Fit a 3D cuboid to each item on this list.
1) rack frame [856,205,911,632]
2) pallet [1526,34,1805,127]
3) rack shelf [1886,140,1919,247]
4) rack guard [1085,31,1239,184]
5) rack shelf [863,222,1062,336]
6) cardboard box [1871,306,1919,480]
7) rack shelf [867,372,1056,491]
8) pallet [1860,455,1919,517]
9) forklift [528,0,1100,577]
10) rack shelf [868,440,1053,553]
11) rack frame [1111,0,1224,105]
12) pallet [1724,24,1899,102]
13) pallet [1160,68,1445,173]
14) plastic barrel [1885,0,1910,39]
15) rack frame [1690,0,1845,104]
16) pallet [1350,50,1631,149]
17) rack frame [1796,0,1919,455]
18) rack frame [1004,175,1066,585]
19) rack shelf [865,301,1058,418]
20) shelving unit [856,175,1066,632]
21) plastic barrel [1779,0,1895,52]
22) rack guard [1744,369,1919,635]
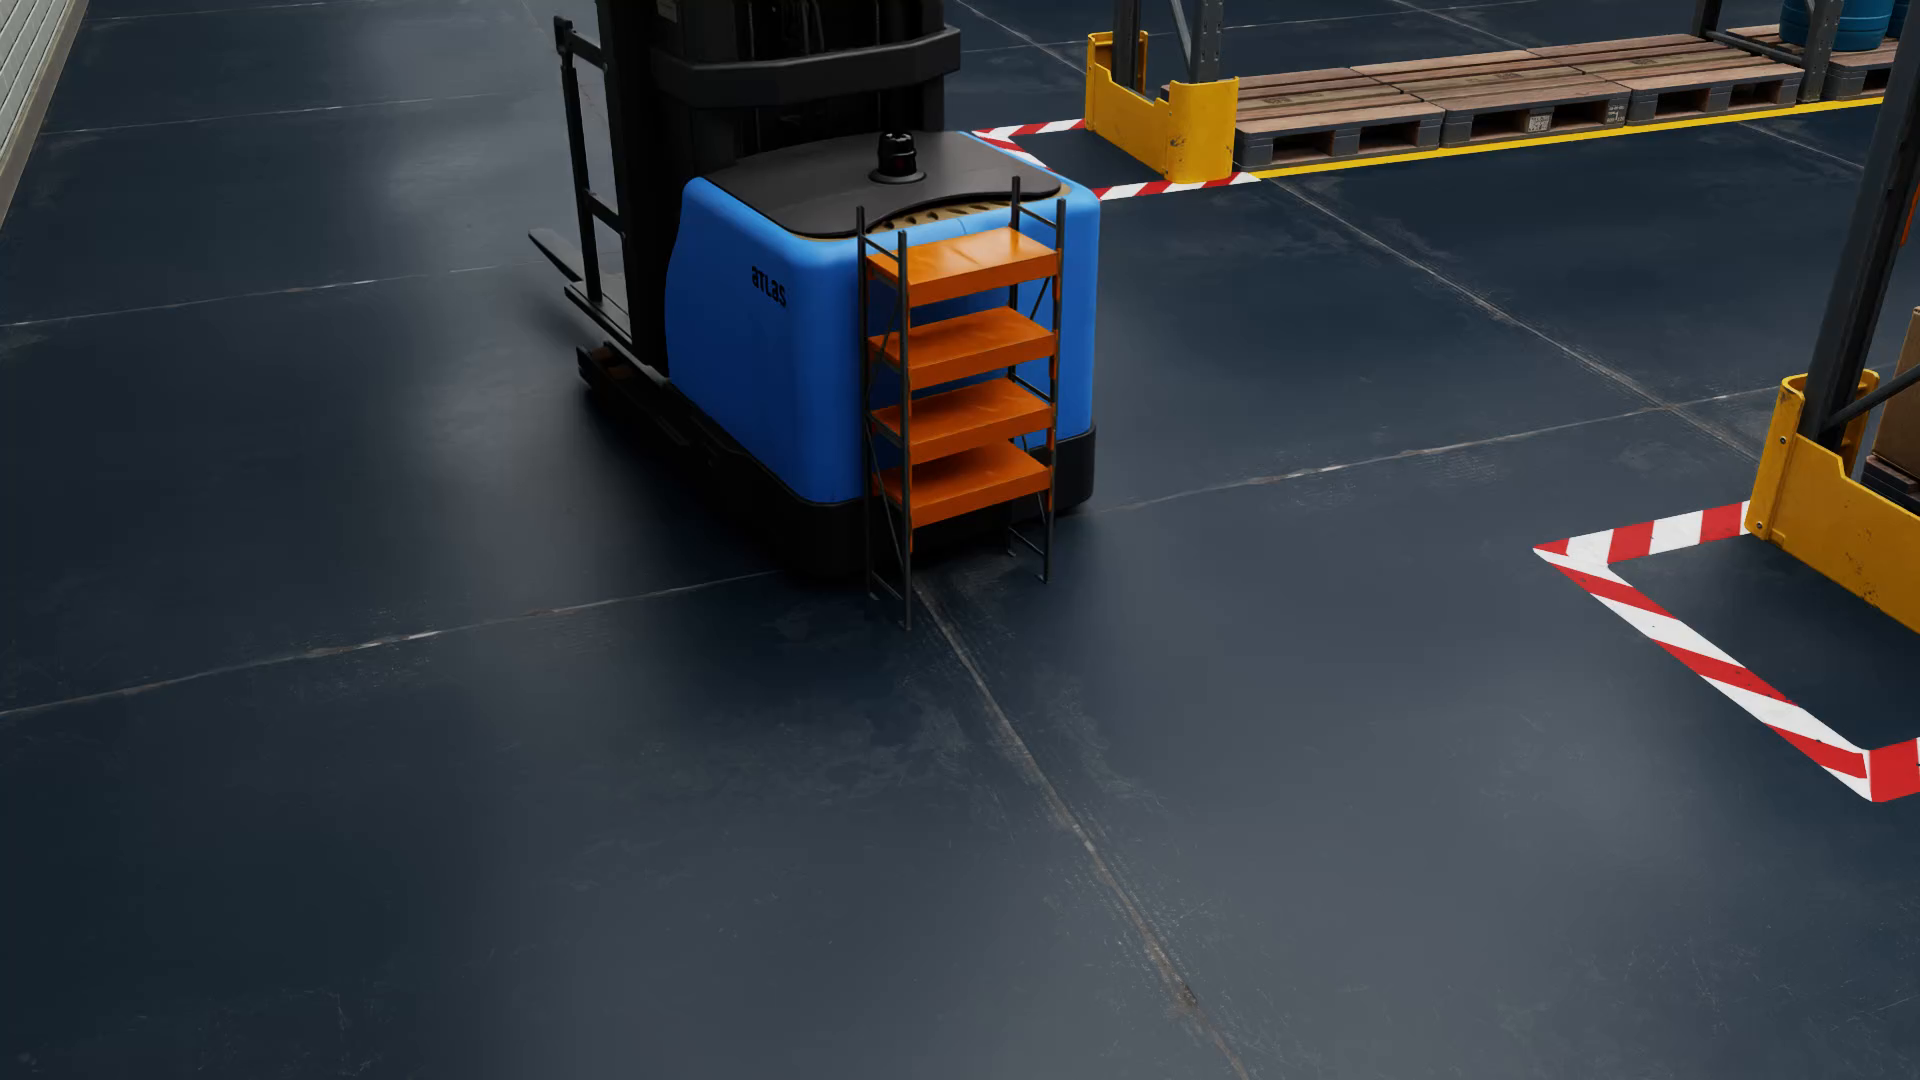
[{"bbox_3d":[-0.206,-0.308,4.575,0.015,1.200,0.240,-17,34,-27],"label":"rack frame"},{"bbox_3d":[4.135,-2.737,9.841,1.213,0.211,1.003,-10,31,-18],"label":"pallet"},{"bbox_3d":[4.660,-1.137,4.943,4.000,0.370,1.077,-10,31,-18],"label":"rack shelf"},{"bbox_3d":[1.044,-2.307,8.794,0.348,0.500,1.175,-10,31,-18],"label":"rack guard"},{"bbox_3d":[0.004,-0.711,4.488,0.480,0.148,0.258,-17,34,-27],"label":"rack shelf"},{"bbox_3d":[3.209,-0.418,5.034,0.500,0.500,0.500,-10,31,-18],"label":"cardboard box"},{"bbox_3d":[0.001,-0.313,4.720,0.480,0.148,0.258,-17,34,-27],"label":"rack shelf"},{"bbox_3d":[3.604,-0.044,5.114,1.213,0.211,1.003,-10,31,-18],"label":"pallet"},{"bbox_3d":[-0.770,-1.856,5.546,1.130,2.935,3.031,-17,34,-27],"label":"forklift"},{"bbox_3d":[0.000,-0.141,4.820,0.480,0.148,0.258,-17,34,-27],"label":"rack shelf"},{"bbox_3d":[1.062,-3.403,8.194,0.127,3.000,1.000,-10,31,-18],"label":"rack frame"},{"bbox_3d":[5.548,-2.996,10.296,1.213,0.211,1.003,-10,31,-18],"label":"pallet"},{"bbox_3d":[1.848,-2.316,9.102,1.213,0.211,1.003,-10,31,-18],"label":"pallet"},{"bbox_3d":[5.990,-3.573,10.186,0.708,0.901,0.600,-10,31,-18],"label":"plastic barrel"},{"bbox_3d":[4.811,-4.094,9.405,0.127,3.000,1.000,-10,31,-18],"label":"rack frame"},{"bbox_3d":[2.990,-2.525,9.468,1.213,0.211,1.003,-10,31,-18],"label":"pallet"},{"bbox_3d":[2.786,-1.105,4.159,0.127,3.000,1.000,-10,31,-18],"label":"rack frame"},{"bbox_3d":[0.209,-0.435,4.798,0.015,1.200,0.240,-17,34,-27],"label":"rack frame"},{"bbox_3d":[0.002,-0.506,4.608,0.480,0.148,0.258,-17,34,-27],"label":"rack shelf"},{"bbox_3d":[0.001,-0.371,4.686,0.503,1.200,0.258,-17,34,-27],"label":"shelving unit"},{"bbox_3d":[5.327,-3.451,9.972,0.708,0.901,0.600,-10,31,-18],"label":"plastic barrel"},{"bbox_3d":[2.857,-0.032,4.800,0.348,0.500,1.175,-10,31,-18],"label":"rack guard"}]
